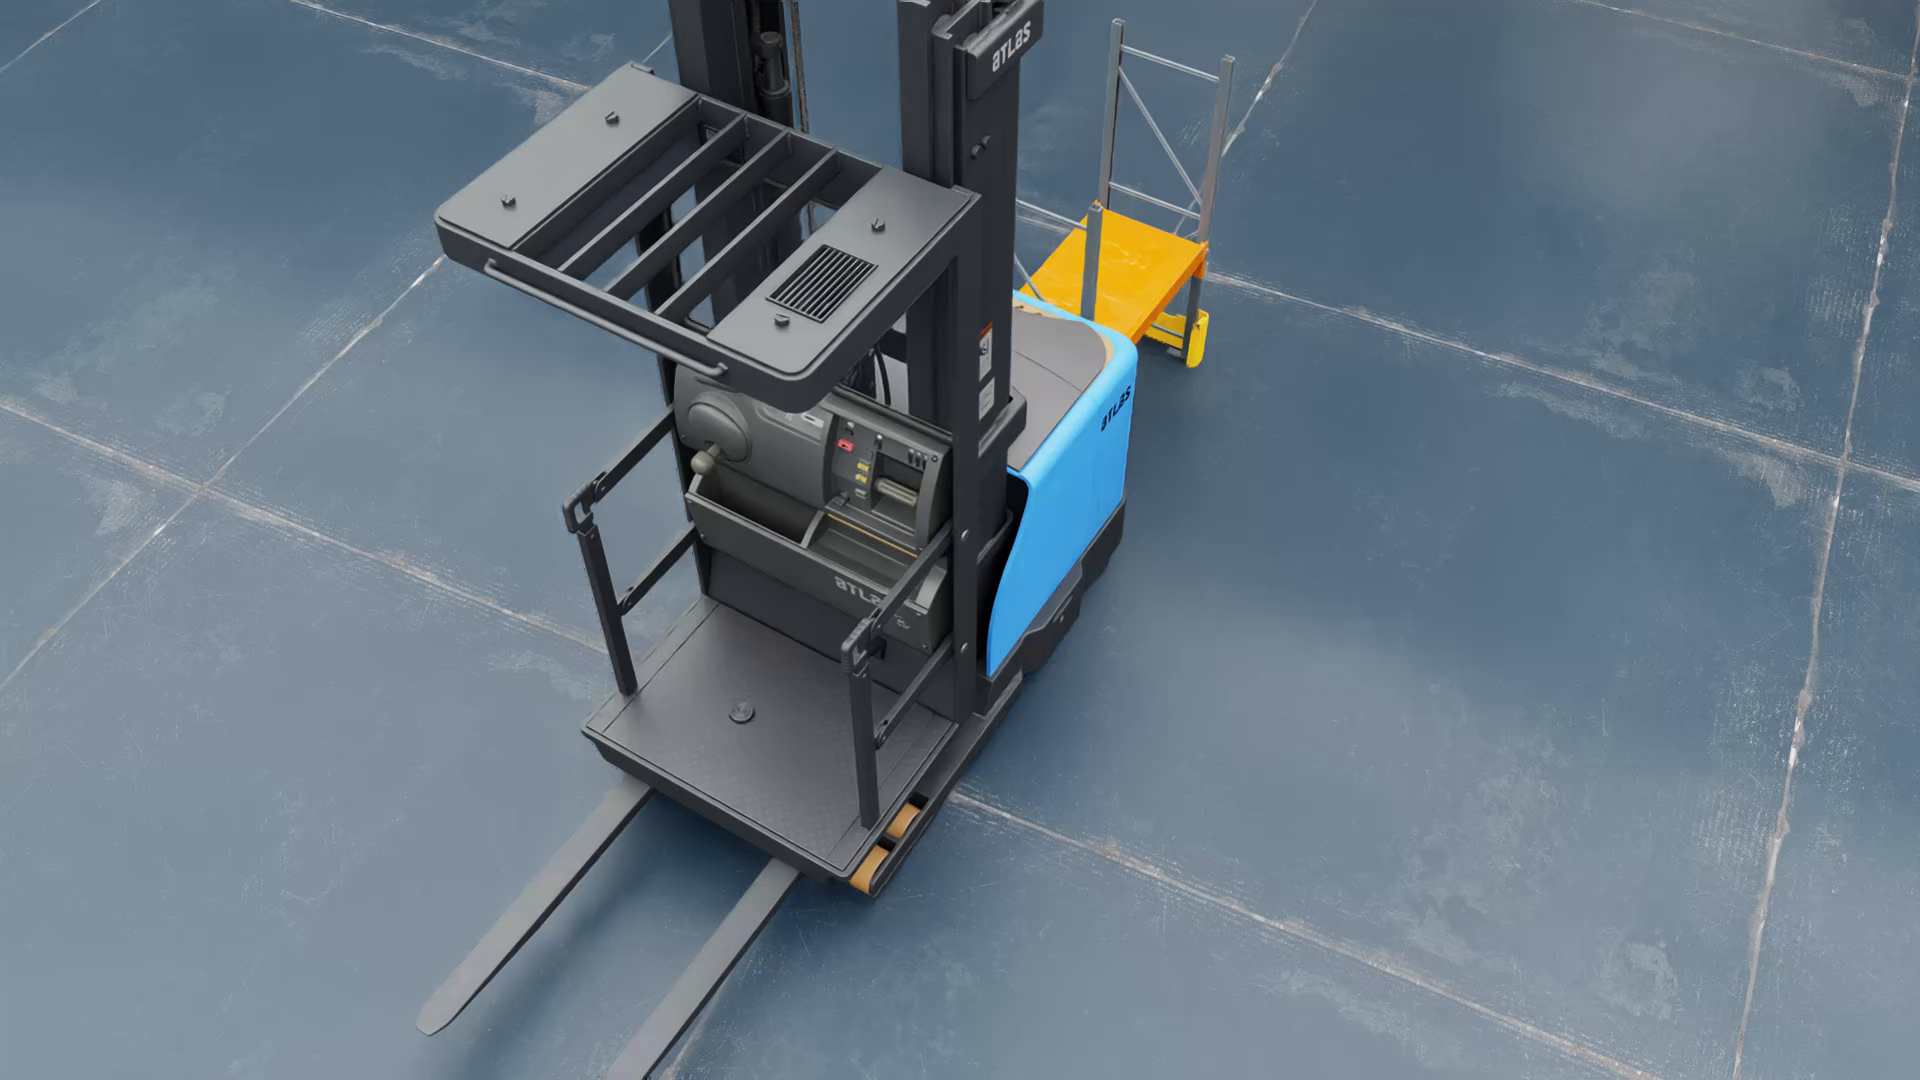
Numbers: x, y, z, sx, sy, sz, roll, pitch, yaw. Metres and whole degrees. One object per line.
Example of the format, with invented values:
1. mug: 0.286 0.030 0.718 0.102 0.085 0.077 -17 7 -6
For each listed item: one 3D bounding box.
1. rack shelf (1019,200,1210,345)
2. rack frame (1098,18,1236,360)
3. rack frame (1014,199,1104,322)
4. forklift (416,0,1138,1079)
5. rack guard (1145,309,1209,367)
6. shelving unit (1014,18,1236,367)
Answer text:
1. rack shelf: 0.525 -0.927 6.605 0.538 0.185 1.000 25 54 20
2. rack frame: 0.791 -1.373 6.749 0.500 1.500 0.032 25 54 20
3. rack frame: 0.258 -0.714 6.188 0.500 1.500 0.032 25 54 20
4. forklift: -0.569 -0.183 4.797 1.130 2.935 3.031 25 54 20
5. rack guard: 0.791 -0.967 7.224 0.587 0.250 0.087 25 54 20
6. shelving unit: 0.529 -1.049 6.473 0.587 1.500 1.083 25 54 20
